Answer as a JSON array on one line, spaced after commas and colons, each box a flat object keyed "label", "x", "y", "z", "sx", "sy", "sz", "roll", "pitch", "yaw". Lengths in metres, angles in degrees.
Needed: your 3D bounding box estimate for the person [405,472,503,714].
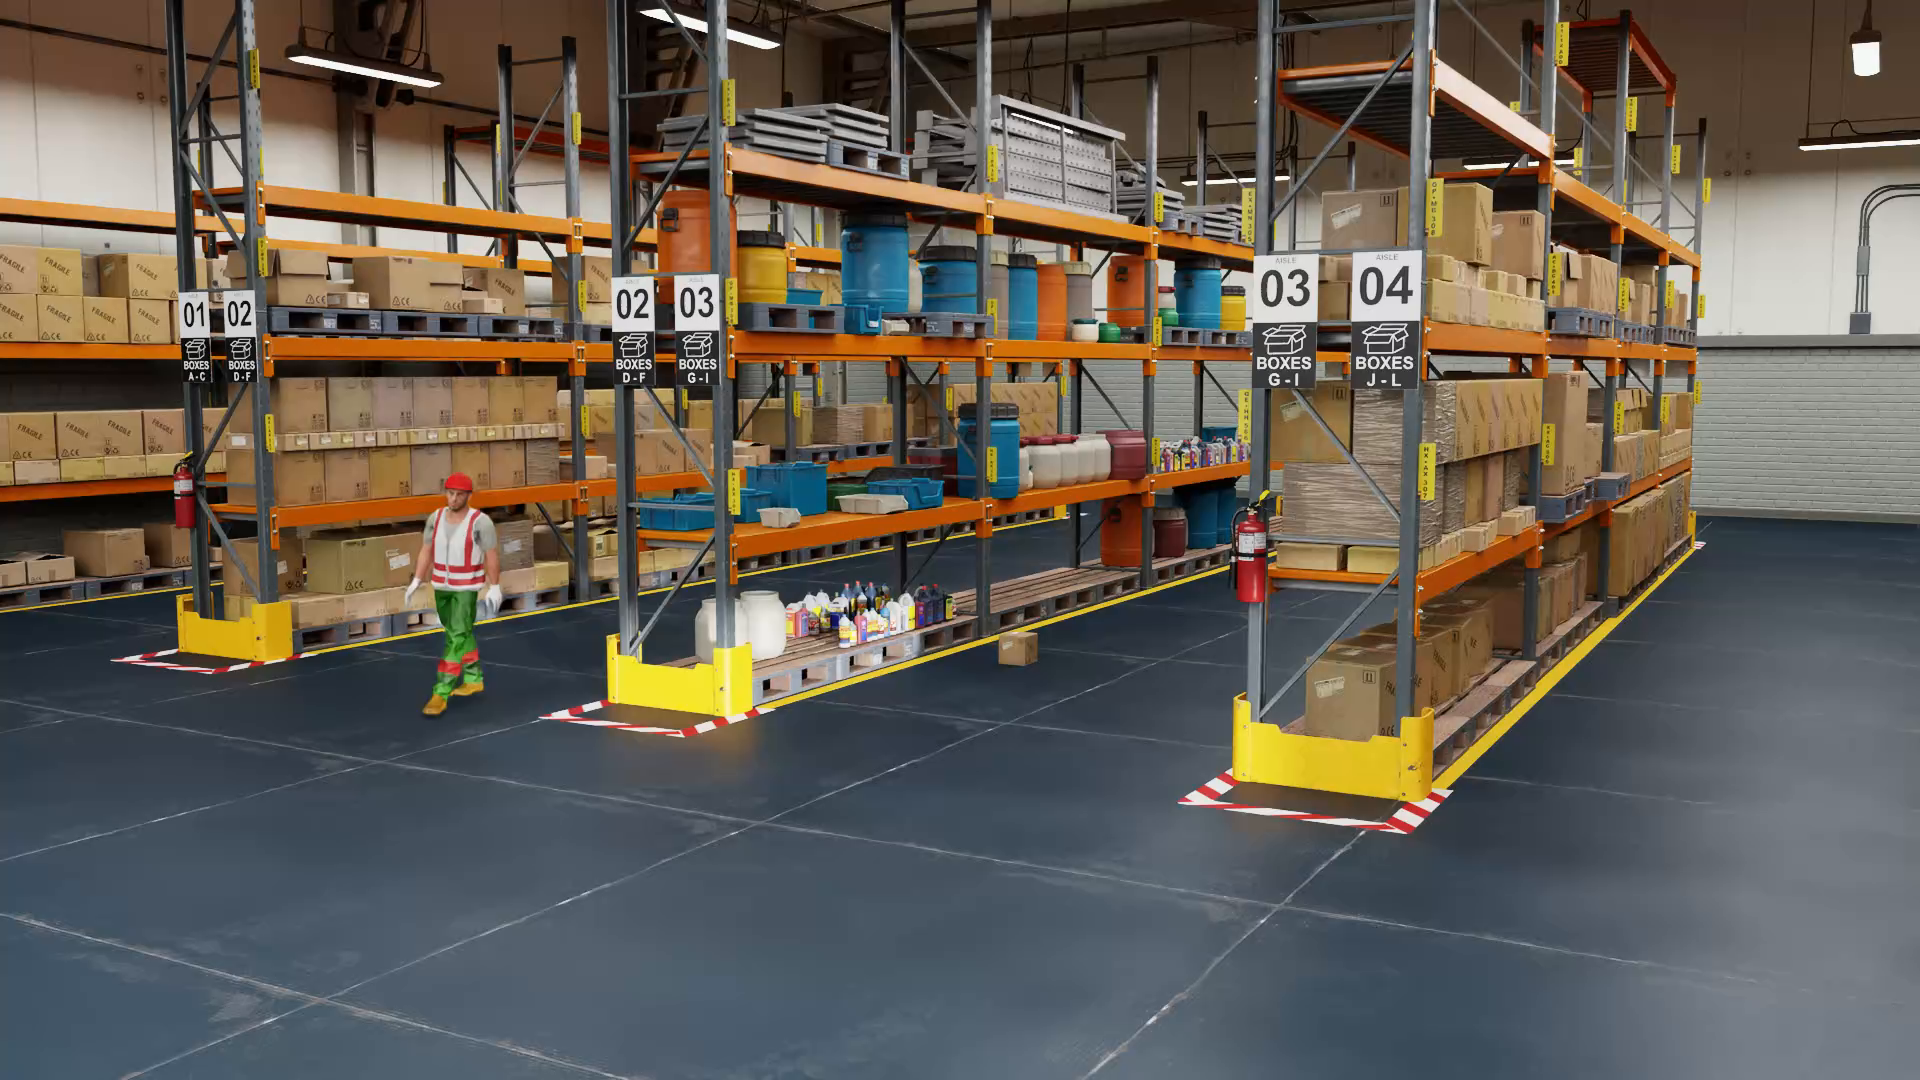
[{"label": "person", "x": -3.807, "y": 0.358, "z": 12.339, "sx": 0.611, "sy": 1.730, "sz": 0.959, "roll": 2, "pitch": 6, "yaw": 20}]
